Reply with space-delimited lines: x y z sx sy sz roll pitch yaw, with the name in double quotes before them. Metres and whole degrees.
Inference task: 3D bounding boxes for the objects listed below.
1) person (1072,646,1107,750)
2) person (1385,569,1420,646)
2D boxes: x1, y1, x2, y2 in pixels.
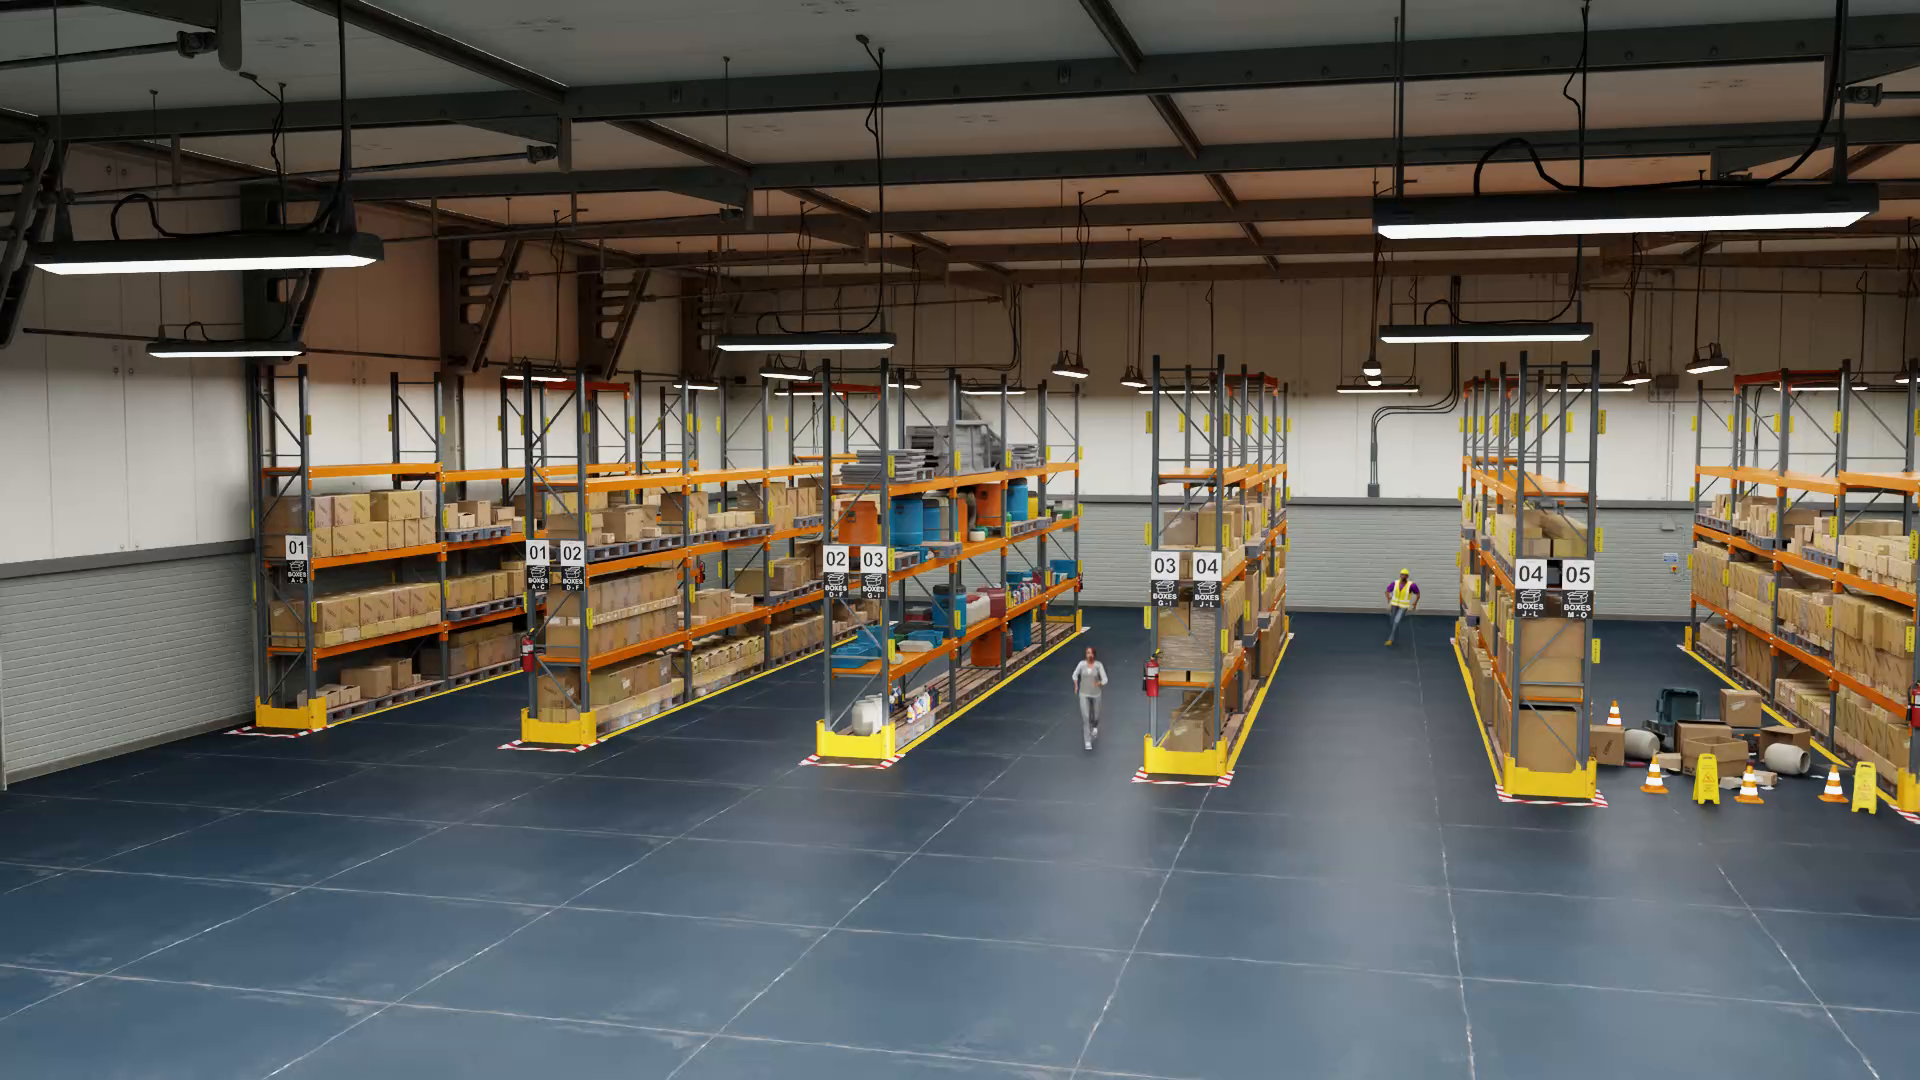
"person" 2.015 2.431 25.857 0.548 1.568 0.805 0 4 5
"person" 10.030 1.516 37.851 0.764 1.726 0.953 2 5 32
